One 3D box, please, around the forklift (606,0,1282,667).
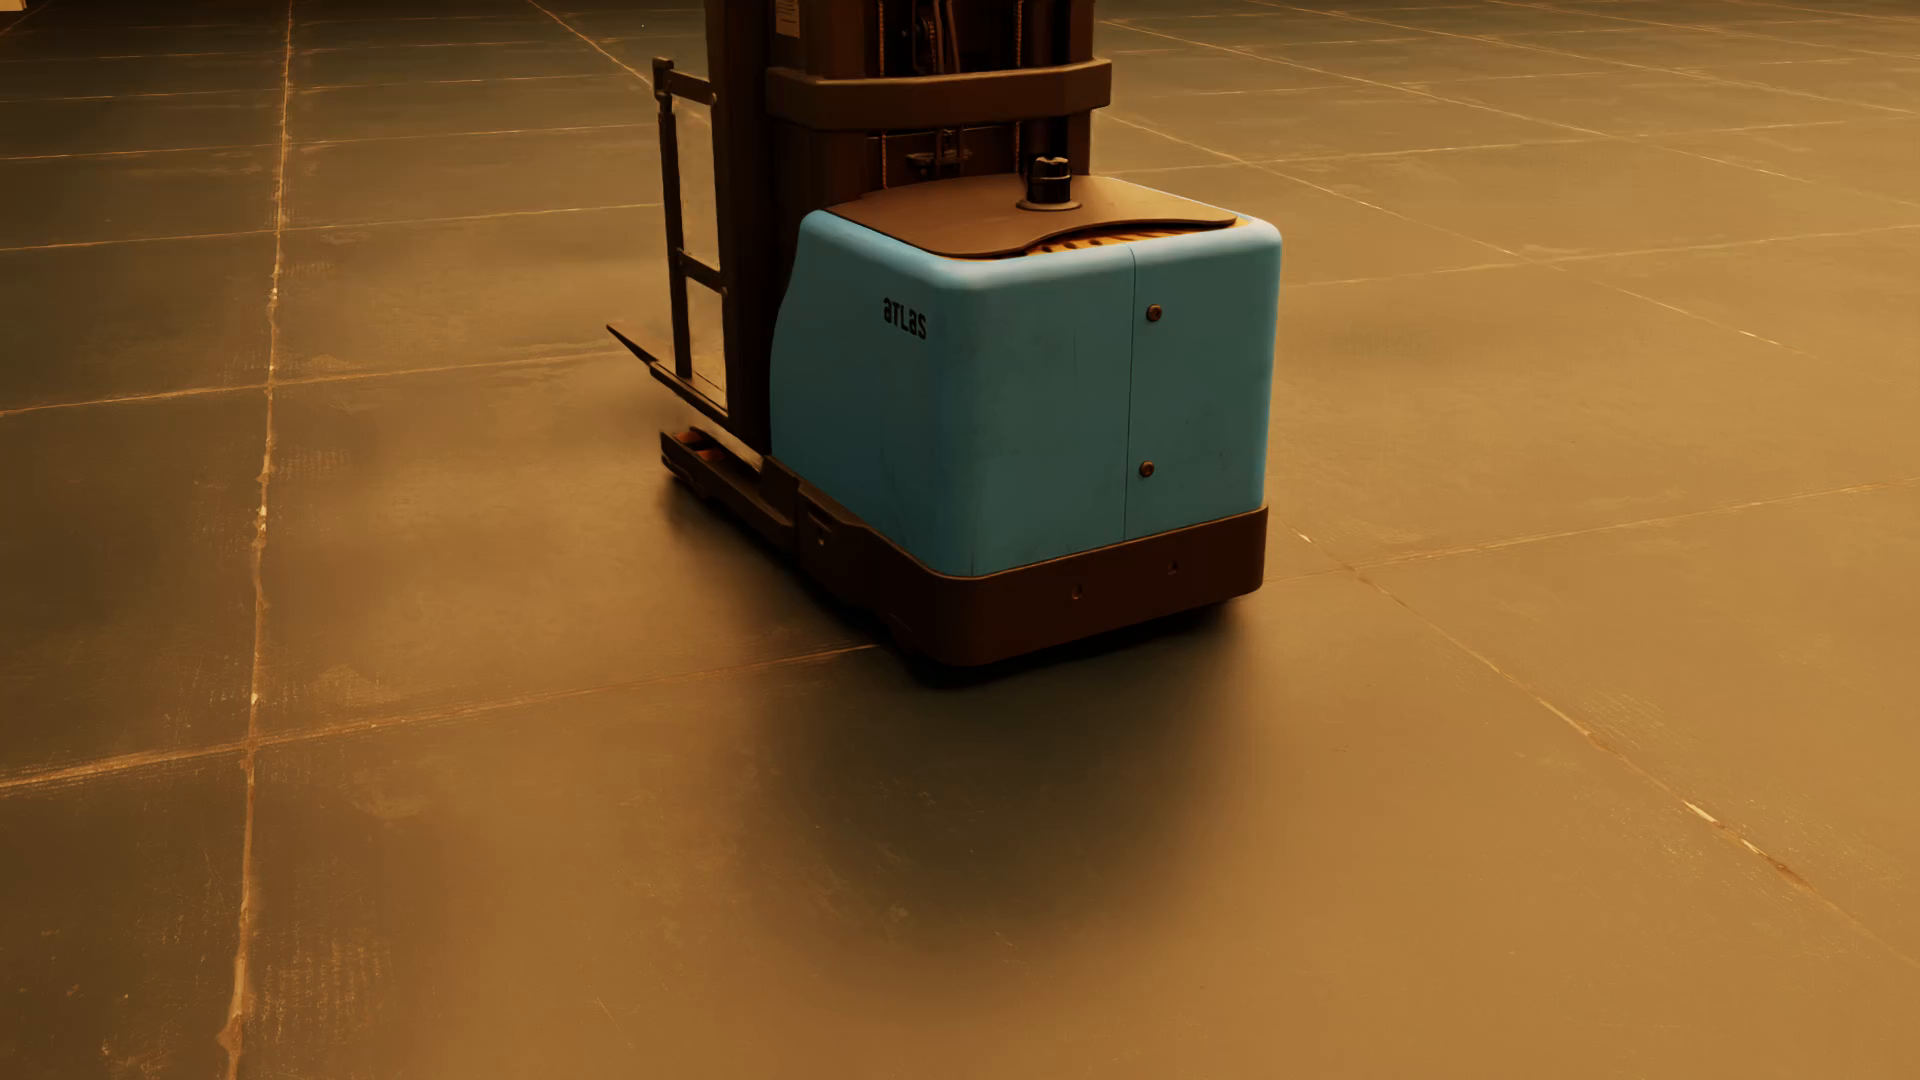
[{"bbox_3d":[-0.339,-1.562,5.014,1.130,2.935,3.031,-13,26,-28],"label":"forklift"}]
